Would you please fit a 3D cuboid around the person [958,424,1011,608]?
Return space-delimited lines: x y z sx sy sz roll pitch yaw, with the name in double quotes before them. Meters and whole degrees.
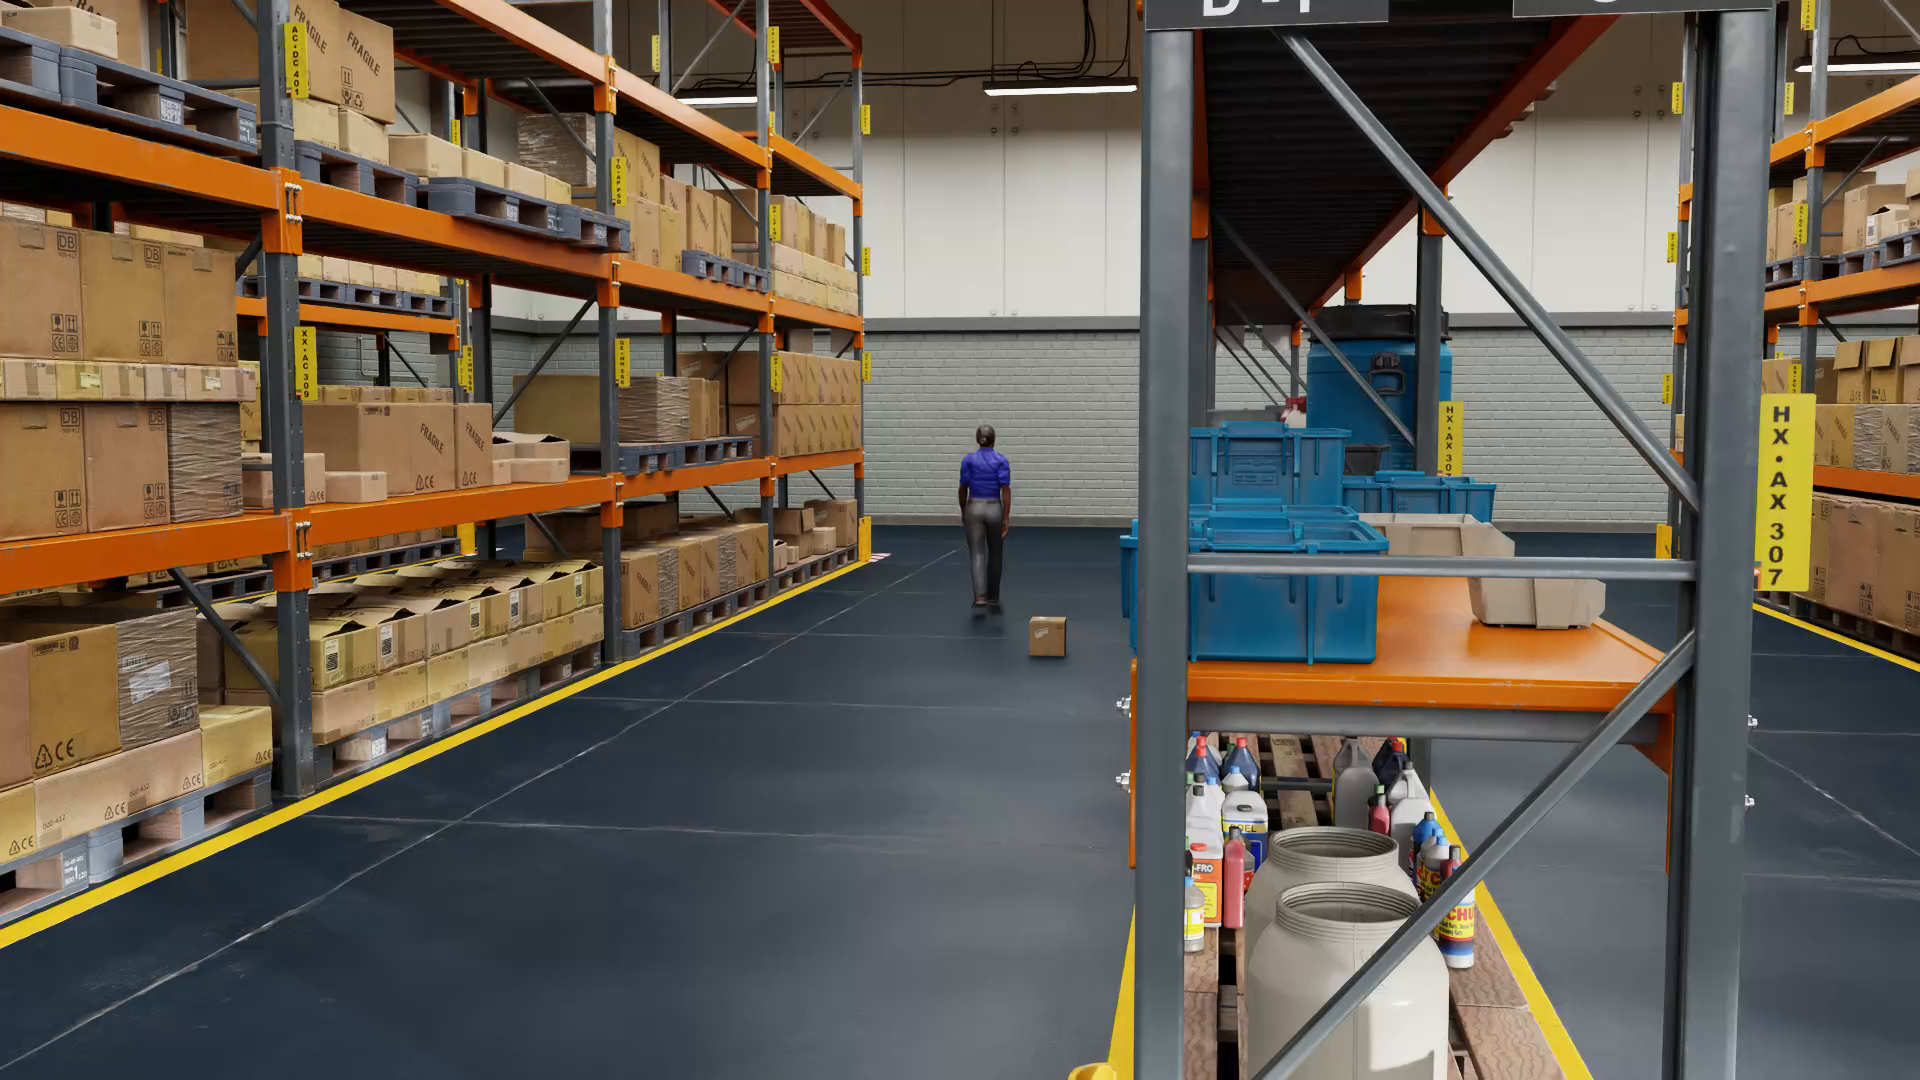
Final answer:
"person" 0.212 -0.217 14.523 0.452 1.596 1.017 0 5 -2
